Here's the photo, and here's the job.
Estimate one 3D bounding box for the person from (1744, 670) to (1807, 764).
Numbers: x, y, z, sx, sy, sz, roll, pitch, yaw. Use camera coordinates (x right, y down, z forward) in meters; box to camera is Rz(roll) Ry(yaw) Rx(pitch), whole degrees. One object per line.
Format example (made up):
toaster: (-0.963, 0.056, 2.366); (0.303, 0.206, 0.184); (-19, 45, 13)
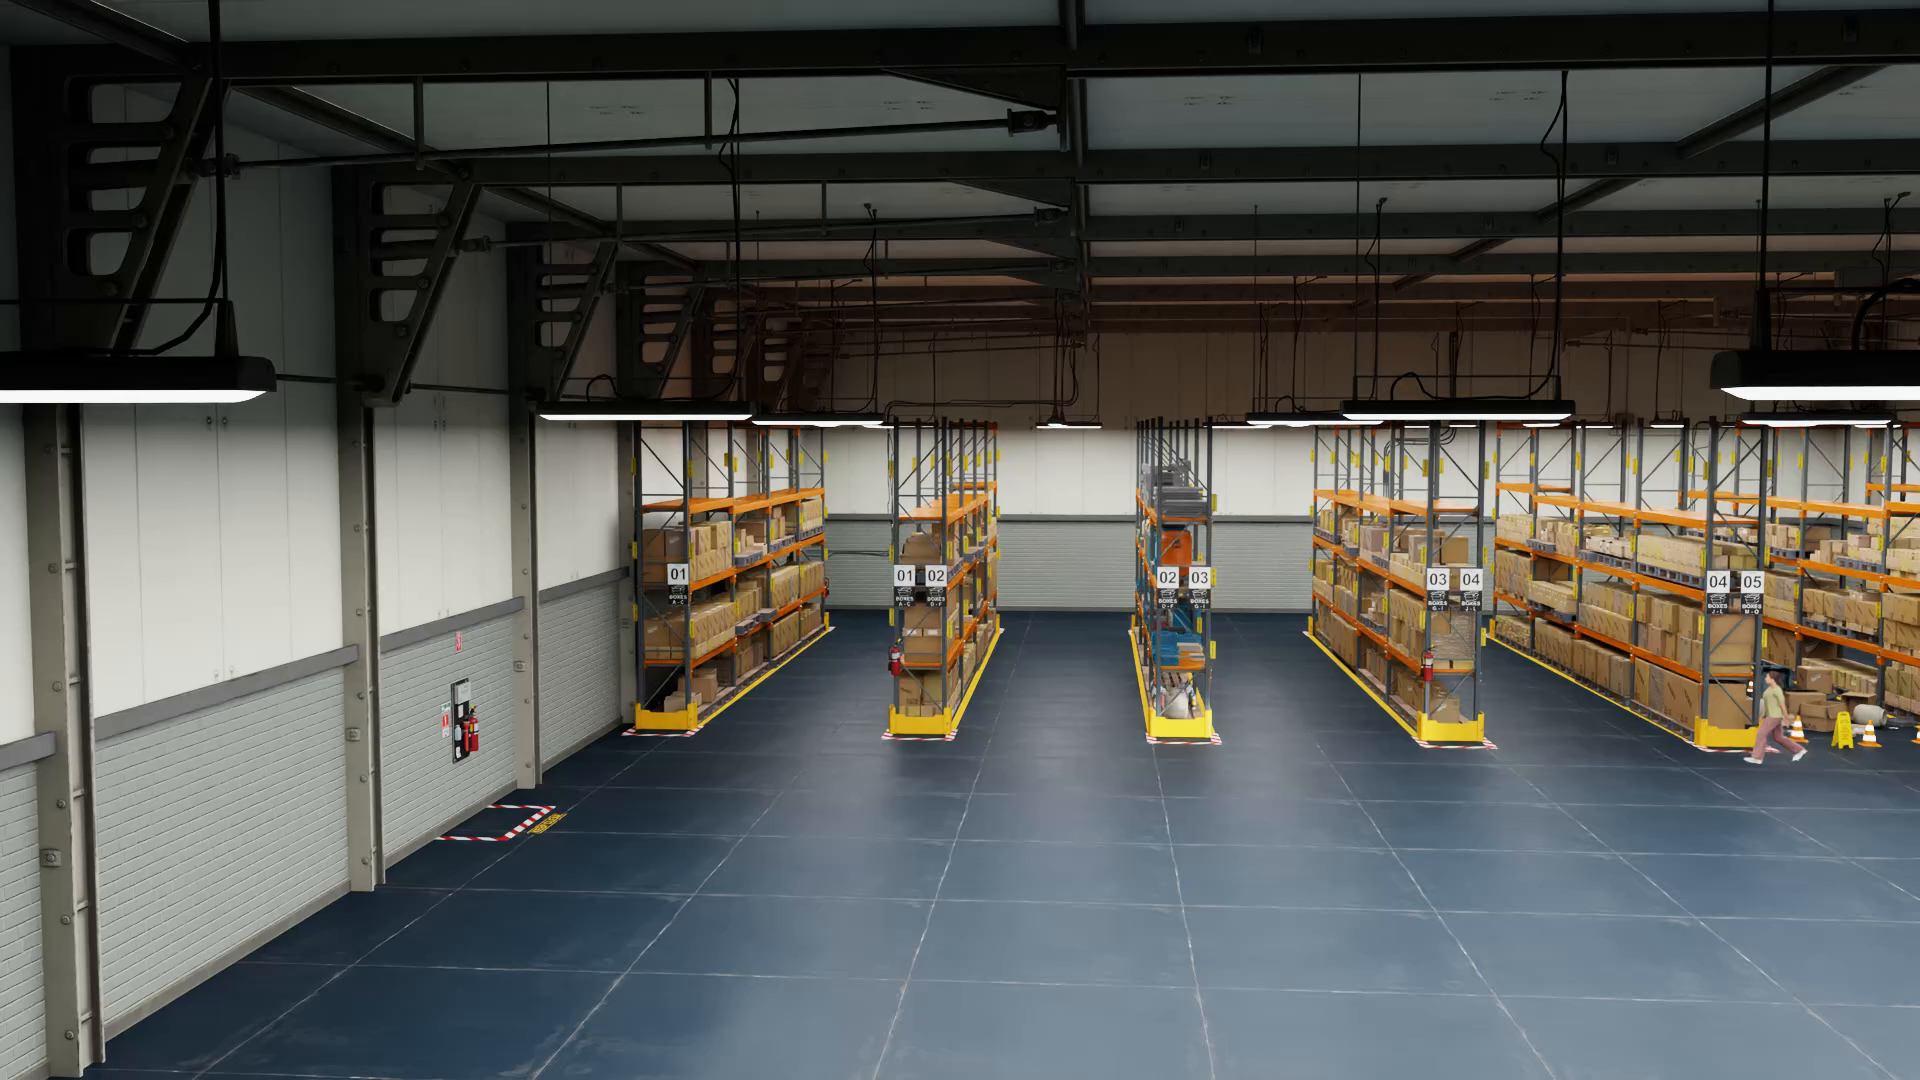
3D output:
person: (14.029, 3.046, 28.565); (1.048, 1.611, 0.502); (1, 4, 11)
